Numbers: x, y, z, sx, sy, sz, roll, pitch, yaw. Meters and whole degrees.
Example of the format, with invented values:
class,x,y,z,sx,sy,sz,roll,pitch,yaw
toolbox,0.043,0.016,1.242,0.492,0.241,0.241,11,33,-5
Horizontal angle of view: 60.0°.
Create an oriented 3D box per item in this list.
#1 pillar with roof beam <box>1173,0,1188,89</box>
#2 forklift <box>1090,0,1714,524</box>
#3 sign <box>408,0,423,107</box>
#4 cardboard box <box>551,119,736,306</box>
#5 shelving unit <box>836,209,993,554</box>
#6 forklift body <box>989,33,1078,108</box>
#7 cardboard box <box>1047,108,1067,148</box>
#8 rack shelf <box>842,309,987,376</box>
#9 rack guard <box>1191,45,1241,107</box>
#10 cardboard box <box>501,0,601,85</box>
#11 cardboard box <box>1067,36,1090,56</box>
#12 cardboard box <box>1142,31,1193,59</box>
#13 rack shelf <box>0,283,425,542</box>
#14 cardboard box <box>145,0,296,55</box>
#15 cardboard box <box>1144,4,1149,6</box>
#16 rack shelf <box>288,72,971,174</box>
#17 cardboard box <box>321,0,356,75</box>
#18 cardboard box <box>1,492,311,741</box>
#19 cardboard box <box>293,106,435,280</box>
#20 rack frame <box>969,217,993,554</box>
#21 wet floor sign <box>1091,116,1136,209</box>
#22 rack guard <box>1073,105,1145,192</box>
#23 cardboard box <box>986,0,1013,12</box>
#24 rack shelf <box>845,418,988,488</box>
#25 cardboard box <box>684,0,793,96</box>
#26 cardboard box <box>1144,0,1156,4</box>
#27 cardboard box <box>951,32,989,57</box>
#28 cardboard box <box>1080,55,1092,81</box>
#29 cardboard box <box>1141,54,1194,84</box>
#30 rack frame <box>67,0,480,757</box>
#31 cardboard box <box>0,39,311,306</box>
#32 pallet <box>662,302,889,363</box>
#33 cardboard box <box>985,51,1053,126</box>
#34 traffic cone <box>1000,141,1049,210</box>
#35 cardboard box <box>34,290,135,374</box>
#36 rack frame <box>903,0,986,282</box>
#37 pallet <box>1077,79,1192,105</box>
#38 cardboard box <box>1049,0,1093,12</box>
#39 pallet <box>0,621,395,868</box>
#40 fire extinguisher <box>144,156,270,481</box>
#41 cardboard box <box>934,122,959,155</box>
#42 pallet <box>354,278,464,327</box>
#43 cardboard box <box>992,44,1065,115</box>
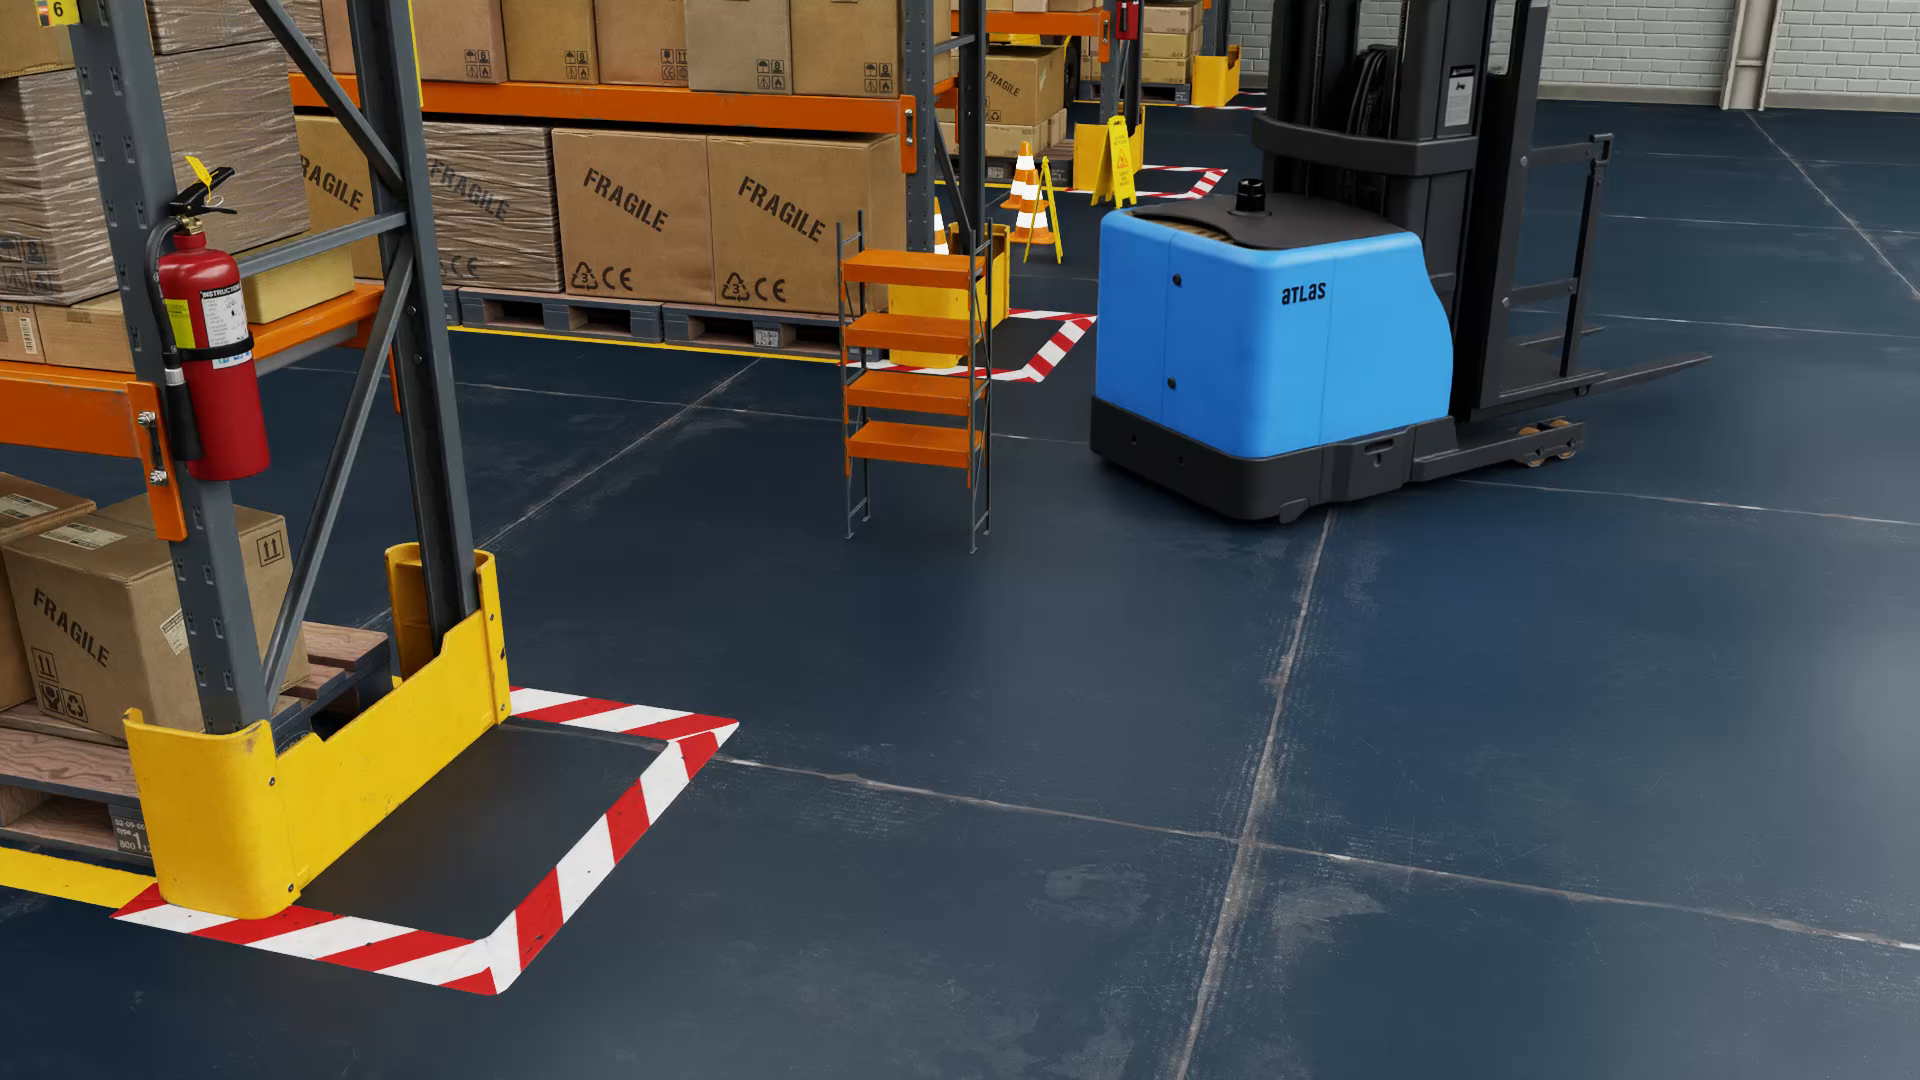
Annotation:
class,x,y,z,sx,sy,sz,roll,pitch,yaw
pillar with roof beam,1.048,-7.704,13.193,0.400,9.000,9.100,7,23,16
forklift,2.072,-1.820,6.844,3.031,2.935,1.130,-13,26,-29
sign,-1.439,-1.282,4.302,0.005,0.325,0.100,7,23,16
cardboard box,-1.577,-1.832,9.031,0.875,0.875,0.875,6,23,15
shelving unit,-0.158,-0.573,6.087,0.503,1.200,0.258,7,23,16
forklift body,0.355,-5.241,16.213,1.214,2.155,2.313,7,23,16
cardboard box,0.575,-3.396,13.666,0.500,0.250,0.500,6,23,15
rack shelf,-0.158,-0.718,6.027,0.480,0.148,0.258,7,23,16
rack guard,2.721,-4.929,17.629,0.348,0.500,1.175,7,23,16
cardboard box,-1.986,-2.771,8.876,0.500,0.550,0.875,7,23,16
cardboard box,1.164,-5.290,17.624,0.500,0.250,0.500,6,23,14
cardboard box,2.141,-5.182,17.361,0.500,0.250,0.500,6,23,15
rack shelf,-3.510,-0.571,4.656,4.000,0.370,1.077,7,23,16
cardboard box,-2.043,-1.490,4.108,0.500,0.500,0.500,7,23,16
cardboard box,1.676,-5.464,17.391,0.500,0.250,0.500,7,23,16
rack shelf,-1.980,-2.362,9.023,4.000,0.370,1.077,7,23,16
cardboard box,-3.005,-2.895,9.177,0.550,0.550,0.875,7,23,16
cardboard box,-2.188,0.204,4.562,0.500,0.500,0.500,11,25,25
cardboard box,-3.313,-2.031,9.514,0.875,0.875,0.875,7,23,16
rack frame,0.075,-0.547,6.021,0.015,1.200,0.240,7,23,16
wet floor sign,1.140,-2.786,12.211,0.232,0.644,0.267,16,27,34
rack guard,1.195,-3.137,13.258,0.348,0.500,1.175,7,23,16
cardboard box,0.334,-4.155,12.778,0.250,0.149,0.380,6,23,15
rack shelf,-0.158,-0.327,6.187,0.480,0.148,0.258,7,23,16
cardboard box,-0.967,-2.621,8.510,0.550,0.550,0.875,7,23,16
cardboard box,1.813,-5.648,17.839,0.500,0.250,0.500,7,23,16
cardboard box,0.054,-3.863,12.962,0.250,0.149,0.380,7,23,17
cardboard box,1.207,-5.064,17.732,0.500,0.250,0.500,7,23,16
cardboard box,2.157,-4.947,17.449,0.500,0.250,0.500,7,23,16
rack frame,-1.595,-0.684,3.985,0.127,3.000,1.000,7,23,16
cardboard box,-2.114,-0.938,4.081,0.500,0.500,0.875,7,23,16
pallet,-0.854,-1.244,9.025,1.213,0.211,1.003,7,23,15
cardboard box,0.425,-3.547,13.046,0.500,0.500,0.500,7,23,16
traffic cone,0.483,-2.689,12.217,0.334,0.463,0.336,7,23,16
cardboard box,-1.928,-0.524,3.926,0.250,0.149,0.380,7,23,16
rack frame,-0.066,-2.475,8.352,0.127,3.000,1.000,7,23,16
pallet,1.953,-4.867,17.857,1.213,0.211,1.003,7,23,16
cardboard box,0.848,-4.132,12.721,0.250,0.149,0.380,7,23,17
pallet,-2.436,0.496,4.783,1.213,0.211,1.003,7,23,16
fire extinguisher,-1.619,-0.468,3.561,0.183,0.674,0.296,7,23,16
cardboard box,-0.078,-3.257,13.328,0.500,0.250,0.500,7,23,16
pallet,-3.190,-1.512,9.677,1.213,0.211,1.003,7,23,15
cardboard box,0.552,-3.745,13.529,0.500,0.500,0.500,6,23,14
